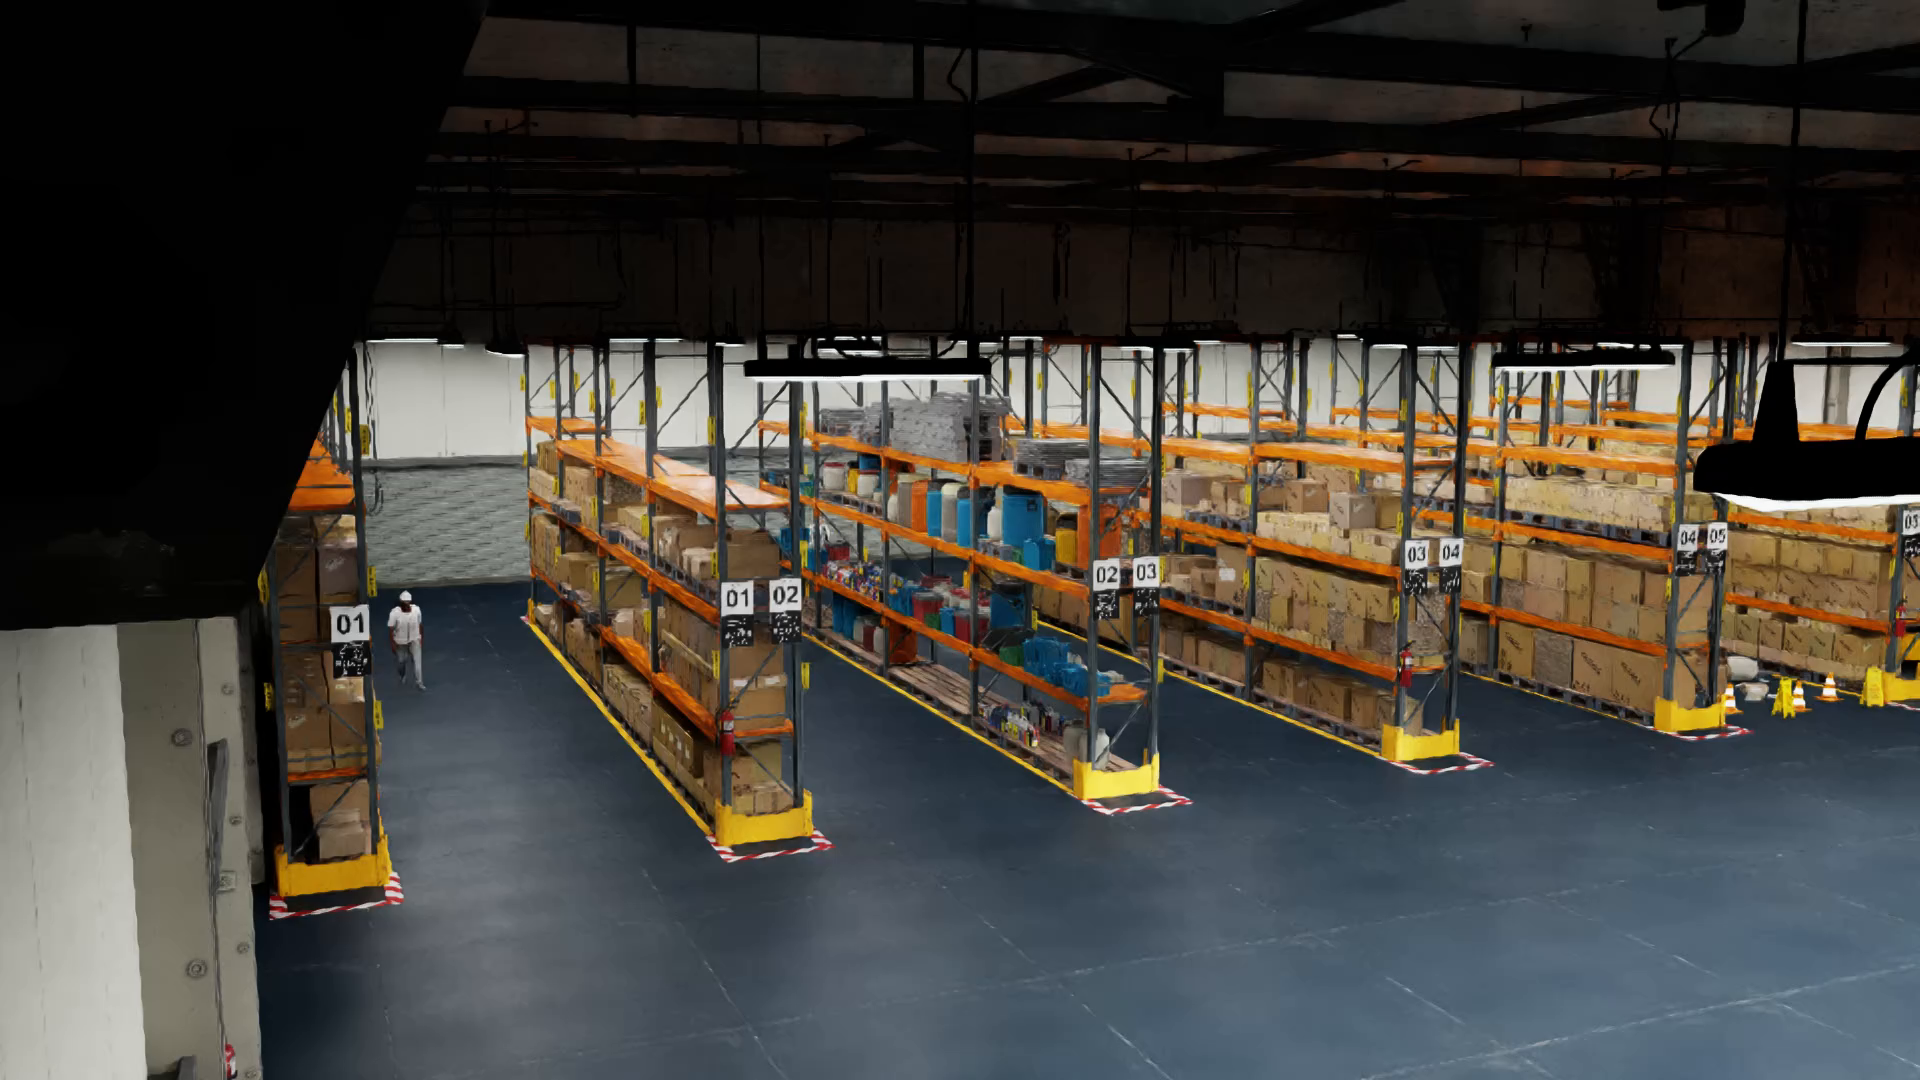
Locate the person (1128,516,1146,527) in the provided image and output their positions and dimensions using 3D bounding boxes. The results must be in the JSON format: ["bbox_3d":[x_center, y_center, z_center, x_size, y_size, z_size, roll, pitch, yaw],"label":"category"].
[{"bbox_3d":[4.751,-0.393,44.542,0.482,1.621,0.949,0,8,1],"label":"person"}]

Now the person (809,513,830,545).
[{"bbox_3d":[-3.472,0.126,40.668,0.639,1.632,0.512,-3,8,-24],"label":"person"}]

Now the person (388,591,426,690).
[{"bbox_3d":[-9.462,1.702,28.441,0.582,1.686,1.113,-3,8,-24],"label":"person"}]
